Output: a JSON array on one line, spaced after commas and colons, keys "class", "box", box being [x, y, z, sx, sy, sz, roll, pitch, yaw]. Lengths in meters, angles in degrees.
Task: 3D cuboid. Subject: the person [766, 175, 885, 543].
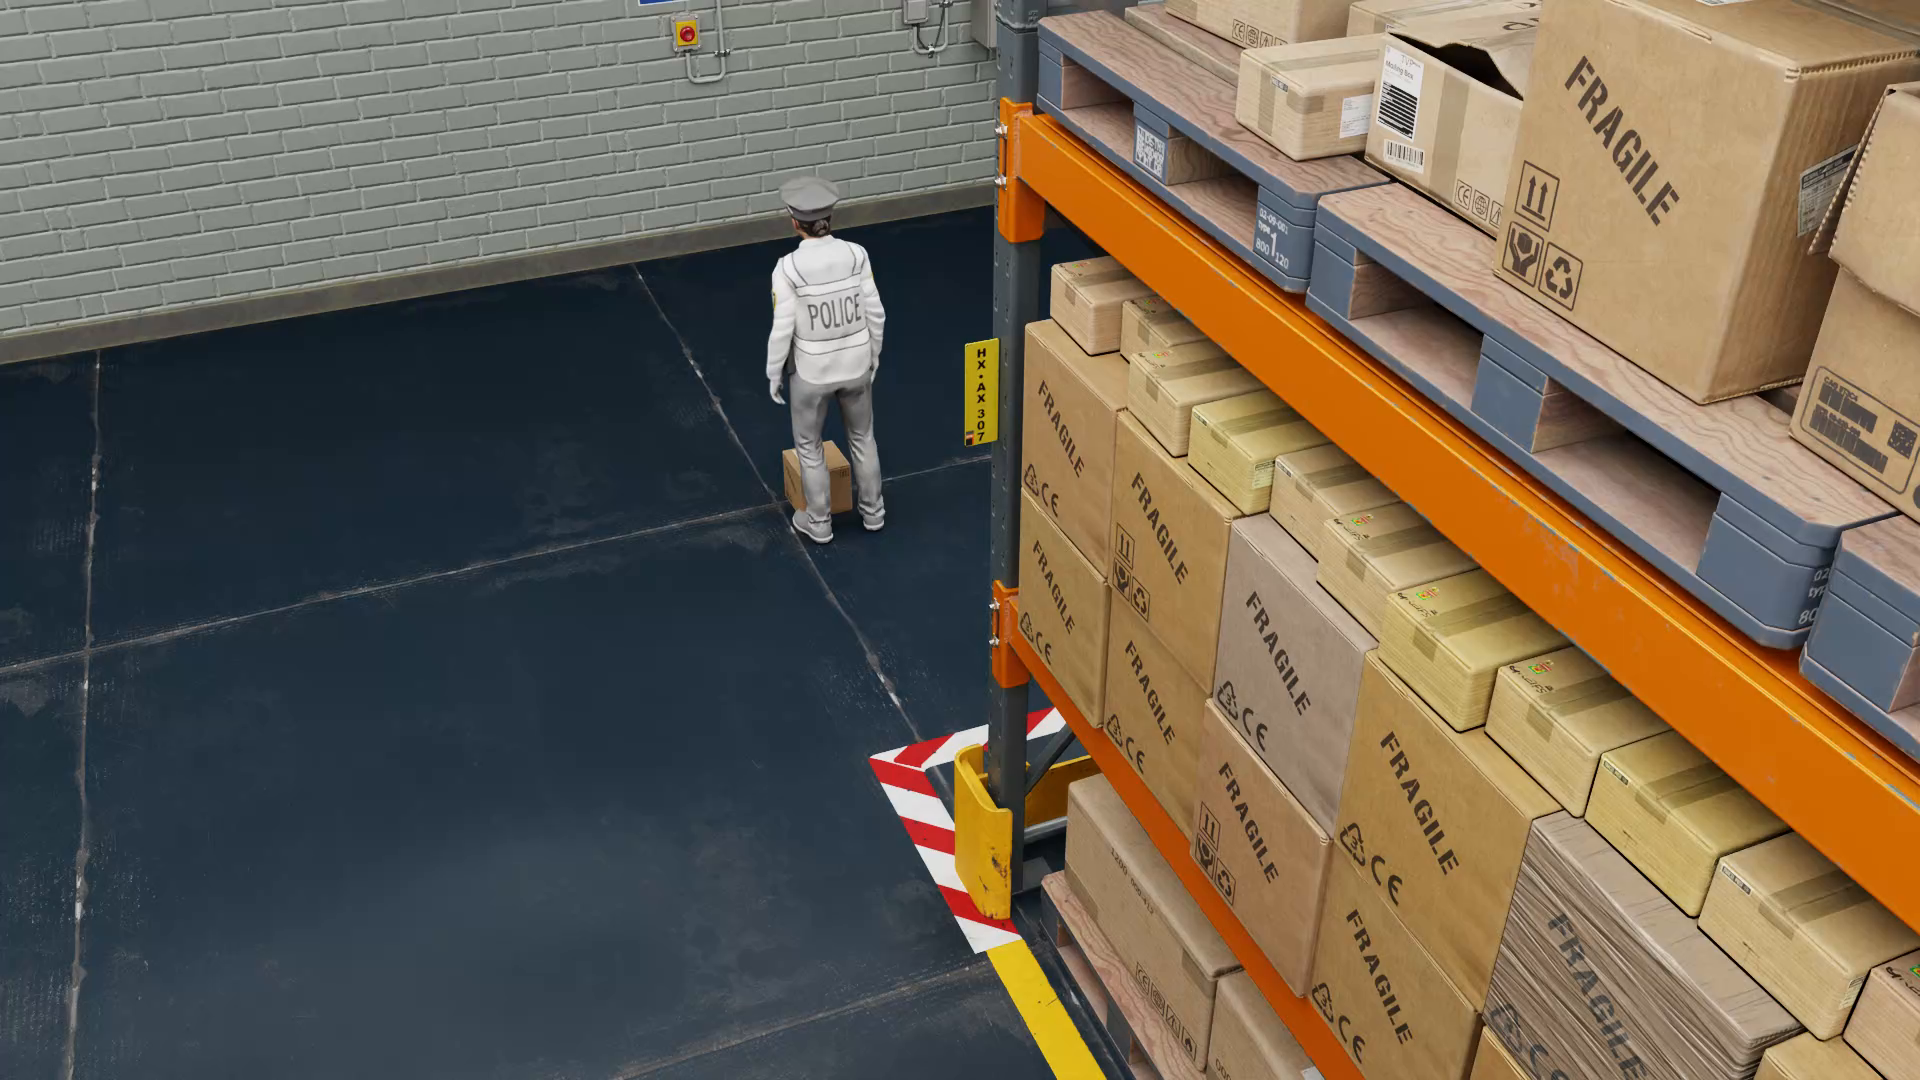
[{"class": "person", "box": [-0.580, -0.747, 7.256, 0.546, 1.667, 0.369, -15, 36, -21]}]
